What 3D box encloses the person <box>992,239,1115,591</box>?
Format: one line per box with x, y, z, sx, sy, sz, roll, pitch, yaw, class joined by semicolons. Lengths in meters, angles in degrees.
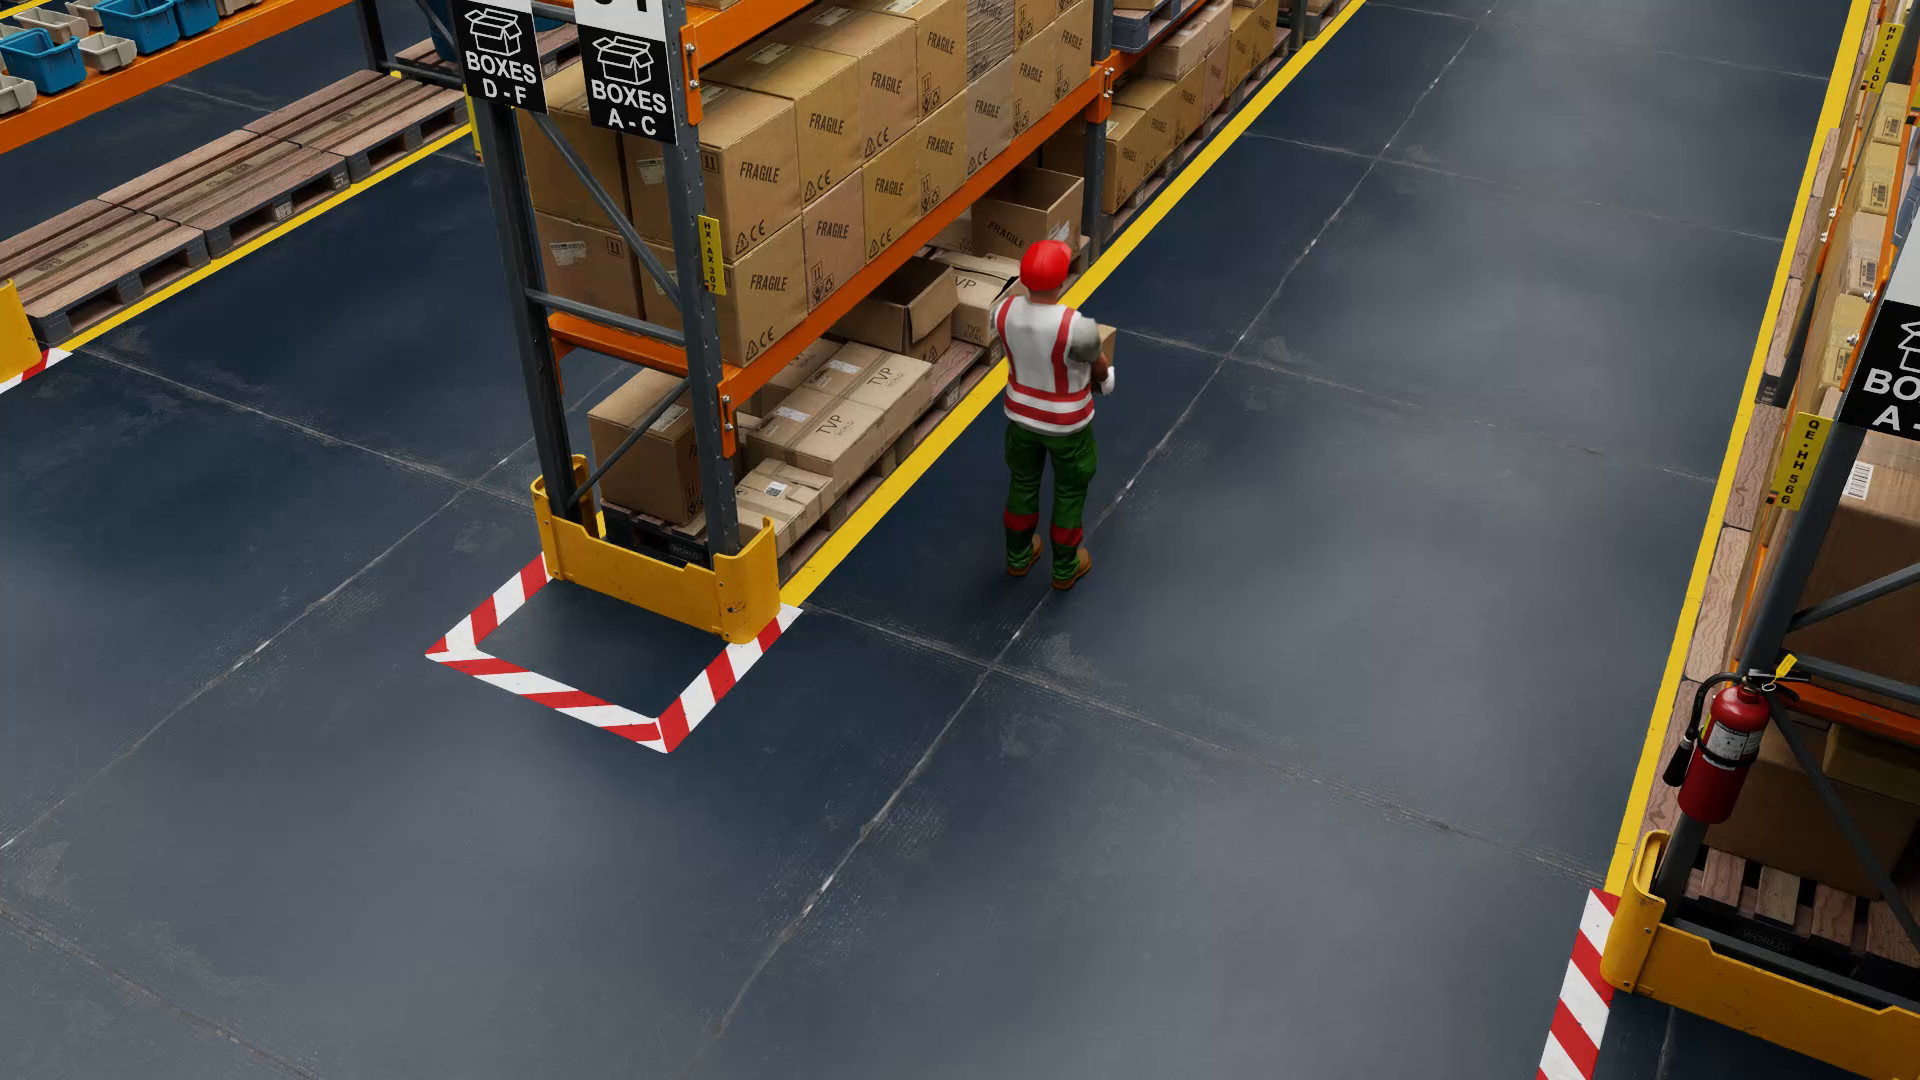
0.437;-0.613;7.531;0.494;1.782;0.570;18;41;22;person
